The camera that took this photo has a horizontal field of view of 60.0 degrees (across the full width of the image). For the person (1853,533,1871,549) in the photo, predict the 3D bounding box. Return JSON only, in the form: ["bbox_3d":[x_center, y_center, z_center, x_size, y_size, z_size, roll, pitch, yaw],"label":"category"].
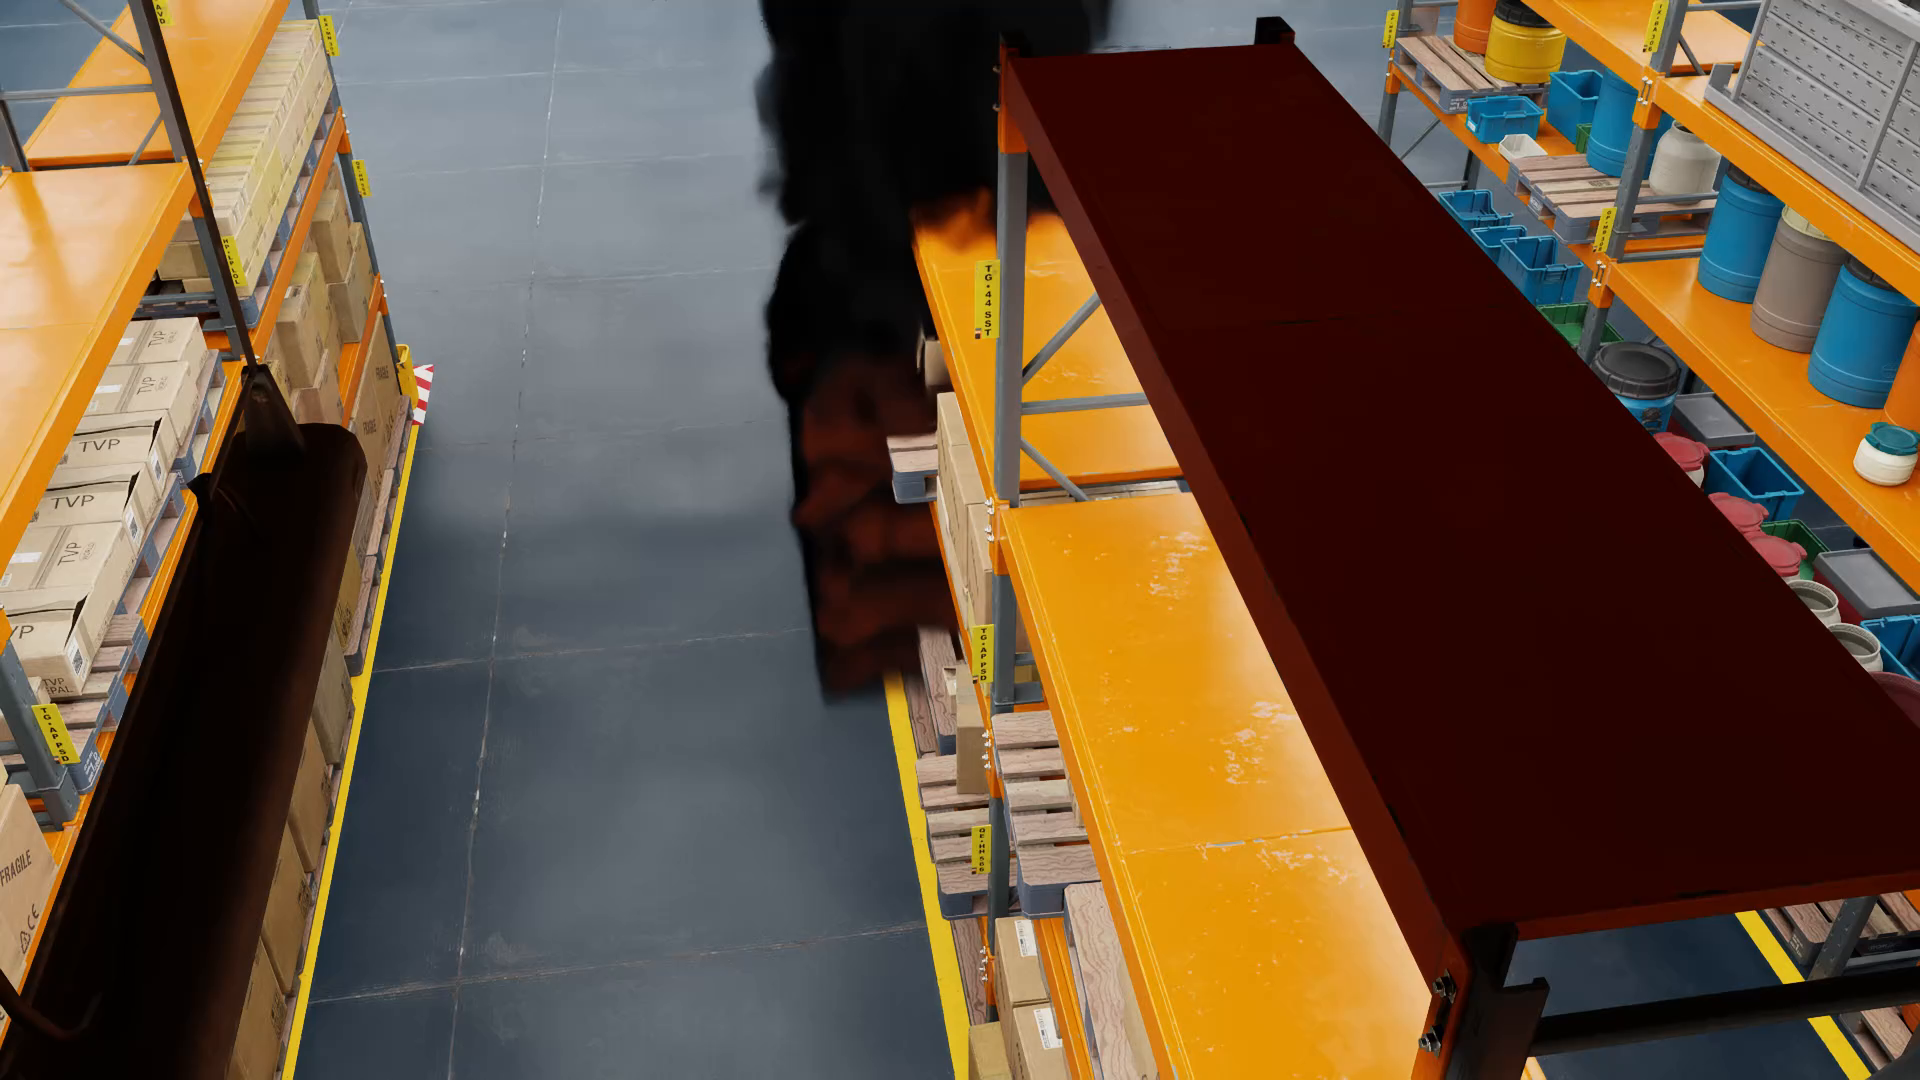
[{"bbox_3d":[6.959,-0.263,12.465,0.592,1.598,0.579,-10,37,-13],"label":"person"}]
